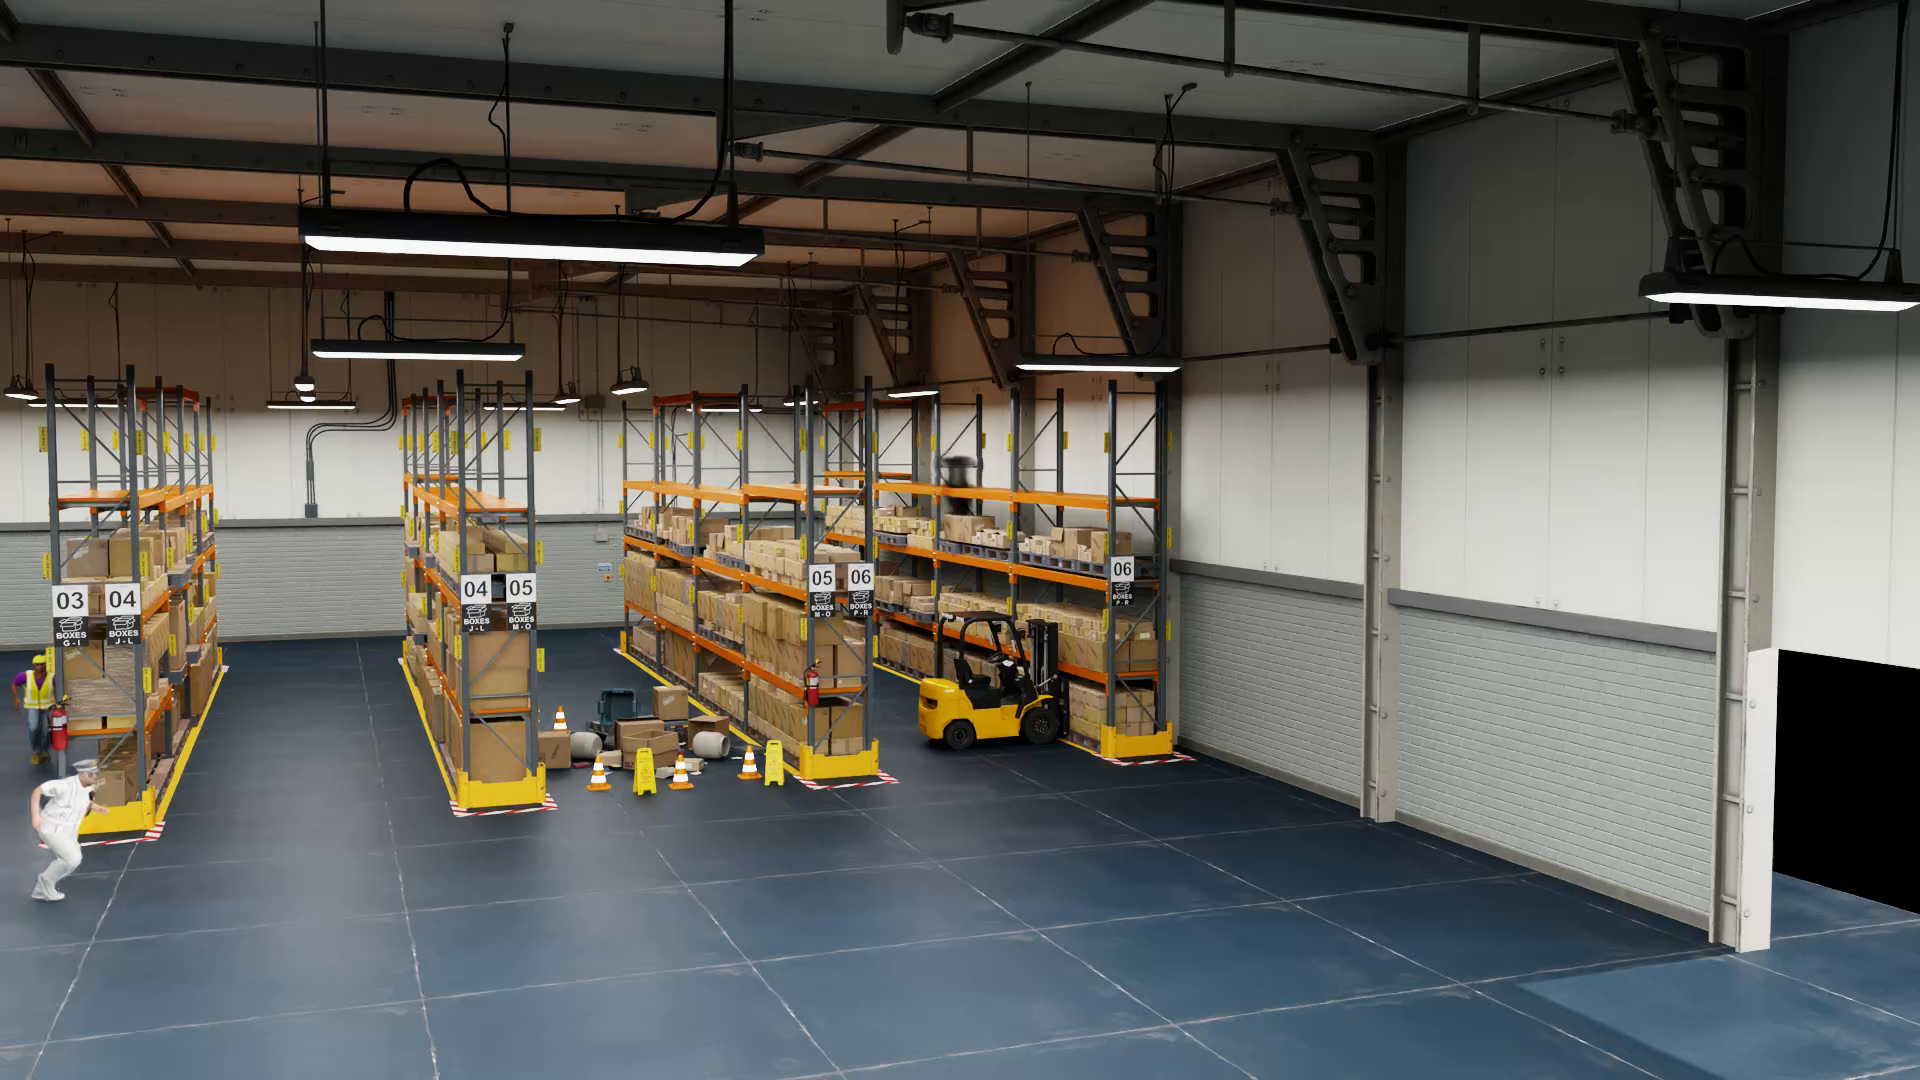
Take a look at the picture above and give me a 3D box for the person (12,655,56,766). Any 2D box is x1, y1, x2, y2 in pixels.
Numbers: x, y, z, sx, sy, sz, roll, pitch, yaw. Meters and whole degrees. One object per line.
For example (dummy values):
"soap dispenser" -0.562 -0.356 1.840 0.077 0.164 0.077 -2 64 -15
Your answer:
"person" -14.356 2.636 25.929 0.722 1.727 0.839 -2 4 -30

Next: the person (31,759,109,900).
"person" -9.687 3.157 17.983 0.924 1.575 0.704 1 3 11
